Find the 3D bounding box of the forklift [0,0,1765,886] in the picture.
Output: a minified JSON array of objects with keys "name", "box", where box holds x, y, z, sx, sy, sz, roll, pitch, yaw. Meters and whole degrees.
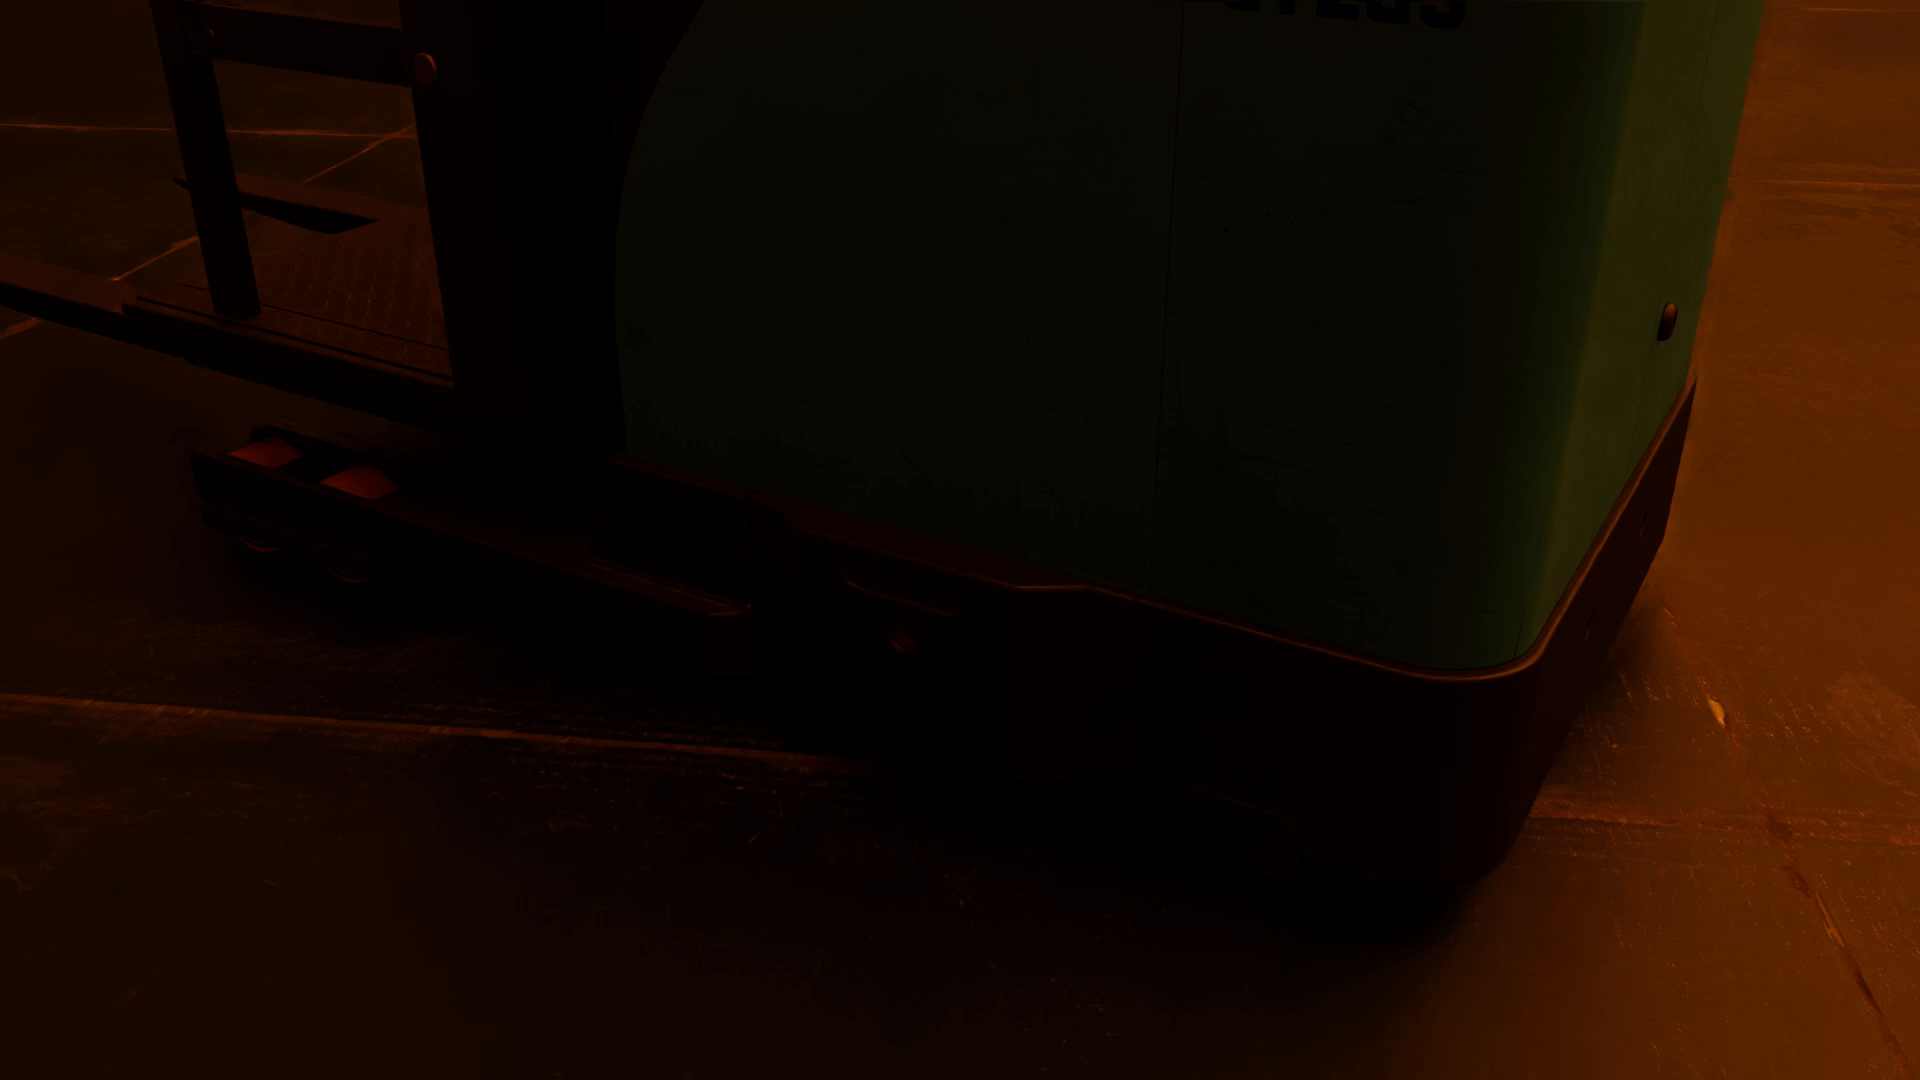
[{"name":"forklift","box":[-0.527,-1.433,2.090,3.031,2.935,1.130,15,30,27]}]
